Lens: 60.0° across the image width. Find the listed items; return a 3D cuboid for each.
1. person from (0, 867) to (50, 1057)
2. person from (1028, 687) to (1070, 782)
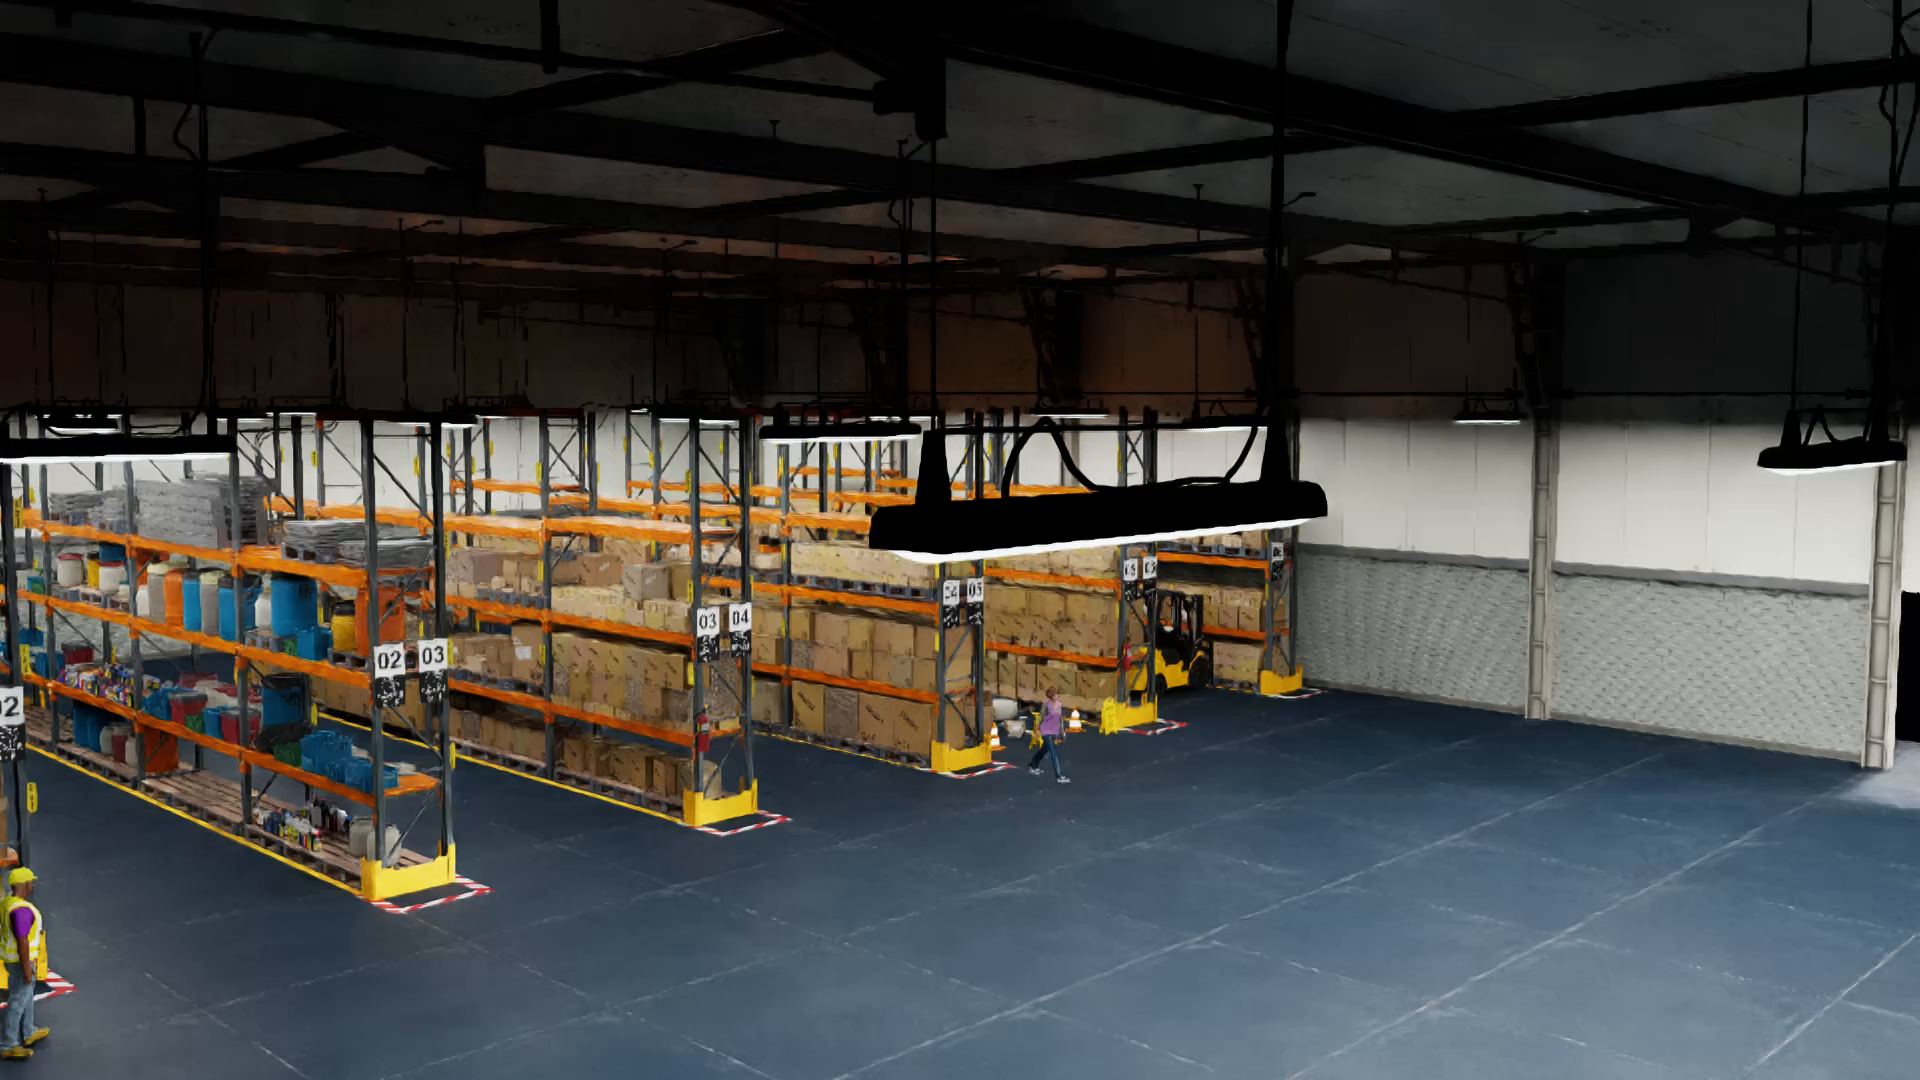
[{"bbox_3d":[-9.022,4.024,16.009,0.482,1.769,0.657,-4,7,-39],"label":"person"},{"bbox_3d":[1.482,3.160,27.217,0.949,1.508,0.430,5,7,43],"label":"person"}]
